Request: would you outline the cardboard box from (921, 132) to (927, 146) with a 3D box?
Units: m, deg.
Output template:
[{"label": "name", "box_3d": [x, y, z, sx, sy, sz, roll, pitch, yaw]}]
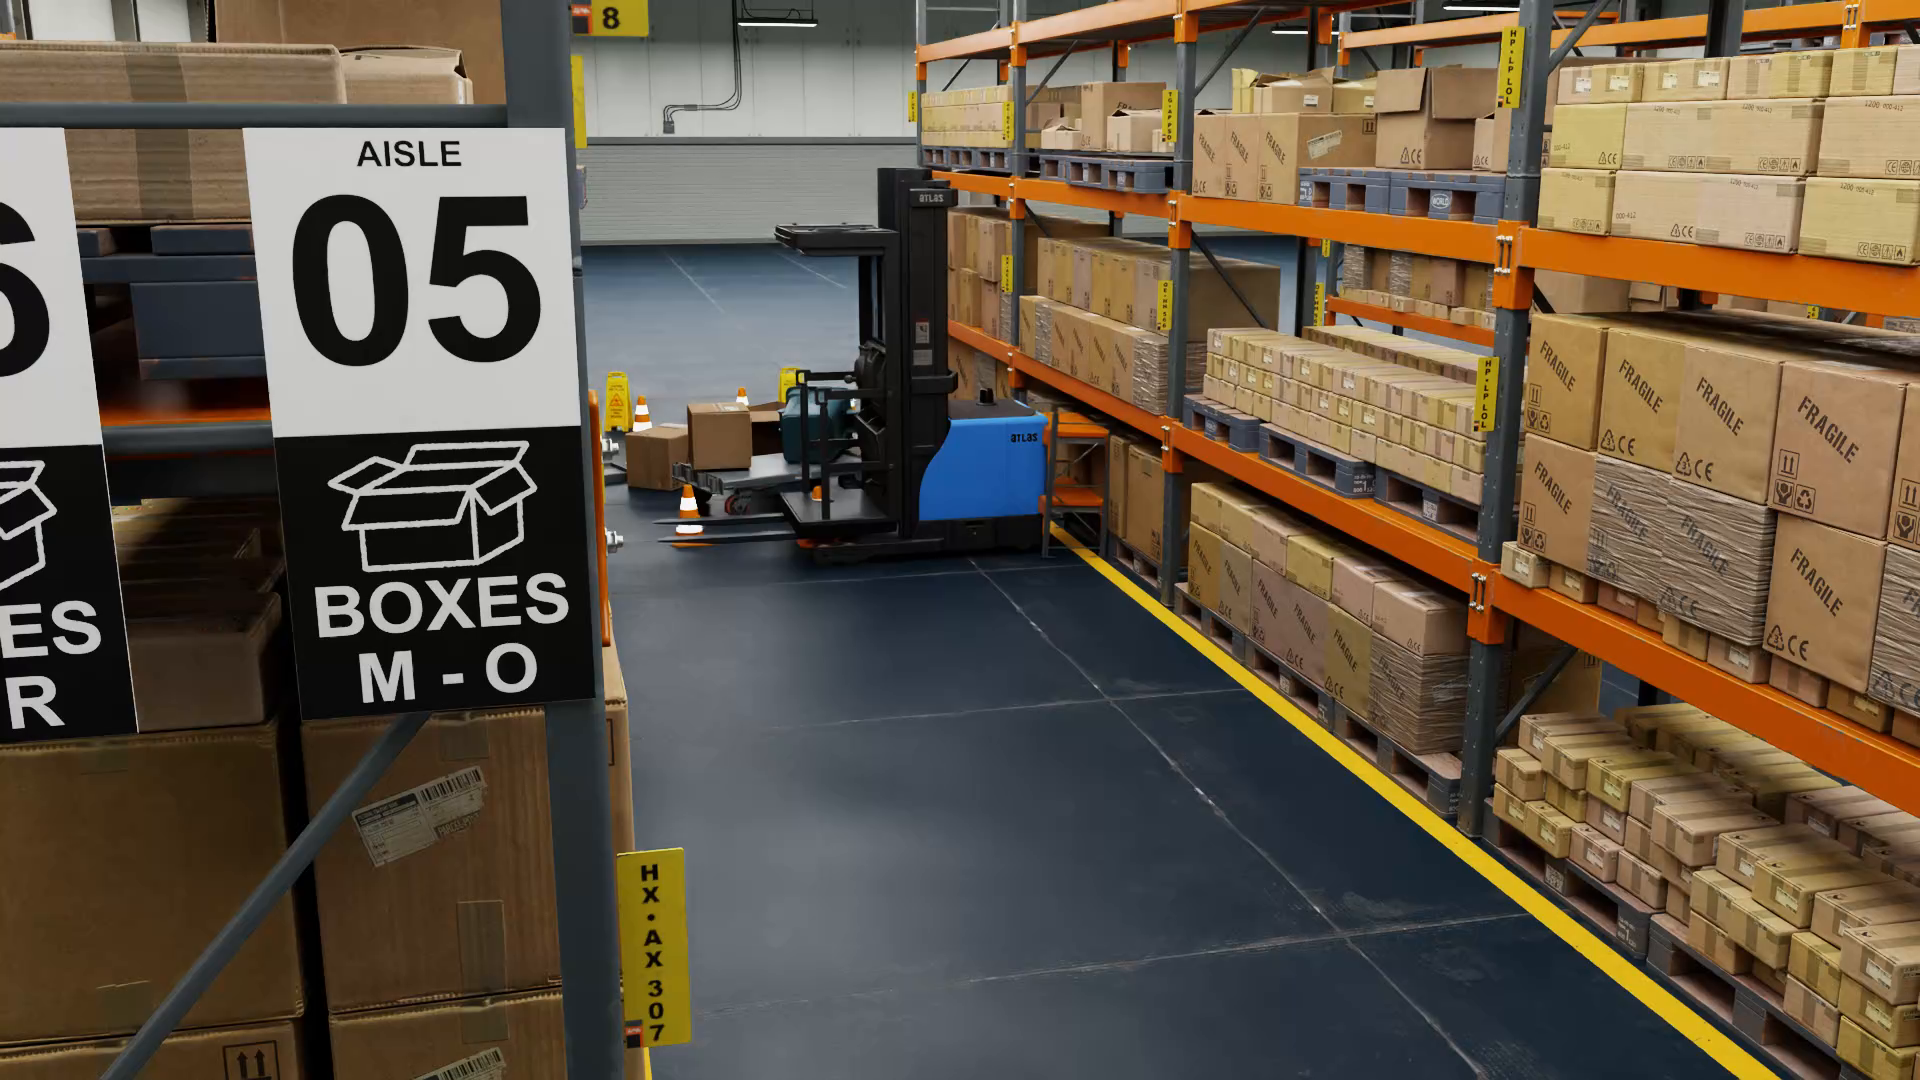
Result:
[{"label": "cardboard box", "box_3d": [-0.210, -4.365, 18.086, 0.380, 0.149, 0.250, -3, 14, -13]}]

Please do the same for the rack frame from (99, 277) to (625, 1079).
[{"label": "rack frame", "box_3d": [-1.009, 1.116, 2.538, 1.000, 3.000, 0.127, -3, 14, -13]}]

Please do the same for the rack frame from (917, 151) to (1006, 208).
[{"label": "rack frame", "box_3d": [0.022, -2.874, 18.871, 1.000, 3.000, 0.127, -3, 14, -13]}]

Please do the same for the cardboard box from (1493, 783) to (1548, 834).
[{"label": "cardboard box", "box_3d": [2.613, 1.177, 7.412, 0.380, 0.149, 0.250, -4, 14, -16]}]

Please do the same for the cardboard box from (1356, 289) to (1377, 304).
[{"label": "cardboard box", "box_3d": [4.786, -2.809, 19.134, 0.380, 0.149, 0.250, -3, 14, -13]}]

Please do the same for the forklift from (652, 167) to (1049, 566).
[{"label": "forklift", "box_3d": [-0.874, -1.362, 12.827, 3.031, 2.935, 1.130, -3, 14, -13]}]

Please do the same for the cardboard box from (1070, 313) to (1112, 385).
[{"label": "cardboard box", "box_3d": [1.176, -1.515, 13.096, 0.500, 0.500, 0.500, -3, 14, -12]}]

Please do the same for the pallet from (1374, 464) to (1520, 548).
[{"label": "pallet", "box_3d": [2.802, -0.197, 8.318, 1.003, 0.211, 1.213, -3, 14, -13]}]

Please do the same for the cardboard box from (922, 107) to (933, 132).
[{"label": "cardboard box", "box_3d": [-0.115, -4.530, 17.922, 0.500, 0.250, 0.500, -3, 14, -13]}]

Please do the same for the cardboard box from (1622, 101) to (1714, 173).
[{"label": "cardboard box", "box_3d": [2.832, -1.493, 6.162, 0.500, 0.250, 0.500, -3, 14, -13]}]

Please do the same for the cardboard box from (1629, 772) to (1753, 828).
[{"label": "cardboard box", "box_3d": [2.917, 1.058, 6.643, 0.380, 0.149, 0.250, -4, 14, -15]}]

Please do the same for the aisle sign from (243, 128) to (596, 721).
[{"label": "aisle sign", "box_3d": [-0.710, -0.146, 2.228, 0.394, 0.787, 0.004, -3, 14, -13]}]

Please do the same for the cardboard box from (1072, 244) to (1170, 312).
[{"label": "cardboard box", "box_3d": [1.324, -2.136, 13.534, 0.700, 0.500, 0.500, -3, 14, -13]}]

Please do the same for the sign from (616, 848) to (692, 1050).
[{"label": "sign", "box_3d": [-0.468, 0.628, 2.547, 0.100, 0.325, 0.005, -3, 14, -13]}]

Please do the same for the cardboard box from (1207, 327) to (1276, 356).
[{"label": "cardboard box", "box_3d": [1.822, -1.281, 10.742, 0.380, 0.149, 0.250, -3, 14, -13]}]

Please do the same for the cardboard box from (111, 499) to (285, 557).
[{"label": "cardboard box", "box_3d": [-1.532, 0.023, 3.330, 0.380, 0.149, 0.250, -3, 14, -12]}]

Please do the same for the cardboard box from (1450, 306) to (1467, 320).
[{"label": "cardboard box", "box_3d": [5.322, -2.351, 17.261, 0.380, 0.149, 0.250, -3, 14, -13]}]

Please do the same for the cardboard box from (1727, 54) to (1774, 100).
[{"label": "cardboard box", "box_3d": [2.916, -1.606, 5.781, 0.380, 0.149, 0.250, -4, 14, -15]}]

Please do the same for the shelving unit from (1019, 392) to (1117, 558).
[{"label": "shelving unit", "box_3d": [0.805, -0.530, 13.208, 0.538, 1.125, 1.048, 1, 13, -12]}]

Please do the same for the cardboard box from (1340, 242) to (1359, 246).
[{"label": "cardboard box", "box_3d": [4.731, -3.664, 19.160, 0.500, 0.500, 0.500, -3, 14, -13]}]

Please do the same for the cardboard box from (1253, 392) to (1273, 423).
[{"label": "cardboard box", "box_3d": [2.001, -0.810, 10.066, 0.380, 0.149, 0.250, -3, 14, -11]}]

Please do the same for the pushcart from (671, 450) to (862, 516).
[{"label": "pushcart", "box_3d": [-1.622, -0.517, 14.748, 1.648, 0.377, 0.936, -9, 16, -33]}]

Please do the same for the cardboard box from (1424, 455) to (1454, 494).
[{"label": "cardboard box", "box_3d": [2.492, -0.328, 8.095, 0.380, 0.149, 0.250, -3, 14, -13]}]

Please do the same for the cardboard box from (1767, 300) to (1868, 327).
[{"label": "cardboard box", "box_3d": [6.580, -1.657, 12.792, 0.500, 0.500, 0.500, -5, 15, -20]}]

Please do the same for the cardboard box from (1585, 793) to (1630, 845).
[{"label": "cardboard box", "box_3d": [2.853, 1.140, 6.938, 0.380, 0.149, 0.250, -3, 14, -14]}]

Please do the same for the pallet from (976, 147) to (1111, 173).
[{"label": "pallet", "box_3d": [0.779, -3.555, 15.524, 1.003, 0.211, 1.213, -3, 14, -13]}]

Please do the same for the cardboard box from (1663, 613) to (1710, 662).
[{"label": "cardboard box", "box_3d": [2.889, 0.339, 6.250, 0.380, 0.149, 0.250, -3, 14, -12]}]

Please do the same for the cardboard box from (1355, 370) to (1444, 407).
[{"label": "cardboard box", "box_3d": [2.317, -0.798, 8.763, 0.380, 0.149, 0.250, -4, 14, -15]}]

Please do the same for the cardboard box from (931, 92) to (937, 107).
[{"label": "cardboard box", "box_3d": [-0.091, -4.638, 17.523, 0.380, 0.149, 0.250, -3, 14, -14]}]

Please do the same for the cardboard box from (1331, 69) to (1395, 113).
[{"label": "cardboard box", "box_3d": [2.383, -2.710, 10.055, 0.396, 0.266, 0.258, -3, 14, -13]}]

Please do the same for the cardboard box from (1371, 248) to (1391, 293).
[{"label": "cardboard box", "box_3d": [5.203, -3.083, 18.890, 0.875, 0.500, 0.500, -3, 14, -13]}]

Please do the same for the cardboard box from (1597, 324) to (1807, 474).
[{"label": "cardboard box", "box_3d": [2.845, -0.548, 6.407, 0.500, 0.500, 0.500, -4, 14, -15]}]

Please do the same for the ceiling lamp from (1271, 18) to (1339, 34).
[{"label": "ceiling lamp", "box_3d": [9.356, -15.345, 44.977, 2.000, 3.185, 0.800, -3, 14, -13]}]

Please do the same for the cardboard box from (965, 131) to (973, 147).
[{"label": "cardboard box", "box_3d": [0.264, -3.899, 16.180, 0.380, 0.149, 0.250, -3, 14, -14]}]

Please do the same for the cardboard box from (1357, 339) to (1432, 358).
[{"label": "cardboard box", "box_3d": [2.646, -1.132, 10.132, 0.380, 0.149, 0.250, -3, 14, -12]}]

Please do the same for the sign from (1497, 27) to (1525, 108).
[{"label": "sign", "box_3d": [2.301, -1.974, 6.946, 0.100, 0.325, 0.005, -3, 14, -13]}]

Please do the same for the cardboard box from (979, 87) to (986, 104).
[{"label": "cardboard box", "box_3d": [0.389, -4.167, 15.596, 0.380, 0.149, 0.250, -3, 14, -12]}]

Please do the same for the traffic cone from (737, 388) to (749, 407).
[{"label": "traffic cone", "box_3d": [-2.412, -1.456, 18.410, 0.336, 0.463, 0.334, -3, 14, -13]}]

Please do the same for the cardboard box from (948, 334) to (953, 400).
[{"label": "cardboard box", "box_3d": [0.245, -1.893, 18.448, 0.875, 0.875, 0.875, -3, 14, -13]}]

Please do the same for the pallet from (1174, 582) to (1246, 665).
[{"label": "pallet", "box_3d": [2.082, 0.506, 10.910, 1.003, 0.211, 1.213, -3, 14, -13]}]

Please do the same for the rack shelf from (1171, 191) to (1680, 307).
[{"label": "rack shelf", "box_3d": [2.370, -1.675, 9.158, 1.077, 0.370, 4.000, -3, 14, -13]}]

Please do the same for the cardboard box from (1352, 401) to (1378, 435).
[{"label": "cardboard box", "box_3d": [2.308, -0.654, 8.802, 0.380, 0.149, 0.250, -4, 14, -16]}]

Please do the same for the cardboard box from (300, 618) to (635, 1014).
[{"label": "cardboard box", "box_3d": [-0.844, 0.455, 2.926, 0.500, 0.500, 0.500, -4, 14, -14]}]

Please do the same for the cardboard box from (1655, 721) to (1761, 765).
[{"label": "cardboard box", "box_3d": [3.275, 0.910, 7.249, 0.380, 0.149, 0.250, -3, 14, -12]}]

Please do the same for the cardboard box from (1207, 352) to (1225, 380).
[{"label": "cardboard box", "box_3d": [1.819, -1.132, 10.760, 0.380, 0.149, 0.250, -3, 14, -11]}]

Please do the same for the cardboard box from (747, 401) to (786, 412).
[{"label": "cardboard box", "box_3d": [-1.893, -1.098, 16.862, 0.637, 0.503, 0.797, 10, 17, 35]}]

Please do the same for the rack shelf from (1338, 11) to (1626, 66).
[{"label": "rack shelf", "box_3d": [5.336, -5.229, 17.393, 1.077, 0.370, 4.000, -3, 14, -13]}]

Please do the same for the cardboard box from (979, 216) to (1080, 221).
[{"label": "cardboard box", "box_3d": [0.672, -2.889, 16.339, 0.875, 0.550, 0.550, -3, 14, -13]}]

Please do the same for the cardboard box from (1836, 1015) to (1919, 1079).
[{"label": "cardboard box", "box_3d": [3.124, 1.657, 5.447, 0.380, 0.149, 0.250, -4, 14, -16]}]

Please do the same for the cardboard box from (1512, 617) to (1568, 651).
[{"label": "cardboard box", "box_3d": [2.923, 0.355, 8.456, 0.500, 0.250, 0.500, -4, 14, -16]}]

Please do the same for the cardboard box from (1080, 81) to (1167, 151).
[{"label": "cardboard box", "box_3d": [1.220, -3.172, 12.465, 0.500, 0.500, 0.500, -3, 14, -13]}]

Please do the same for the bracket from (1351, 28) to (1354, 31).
[{"label": "bracket", "box_3d": [12.271, -16.049, 52.571, 0.235, 0.232, 0.430, -3, 14, -13]}]

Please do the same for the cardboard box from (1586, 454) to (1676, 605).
[{"label": "cardboard box", "box_3d": [2.834, -0.057, 6.502, 0.500, 0.500, 0.500, -3, 14, -13]}]
